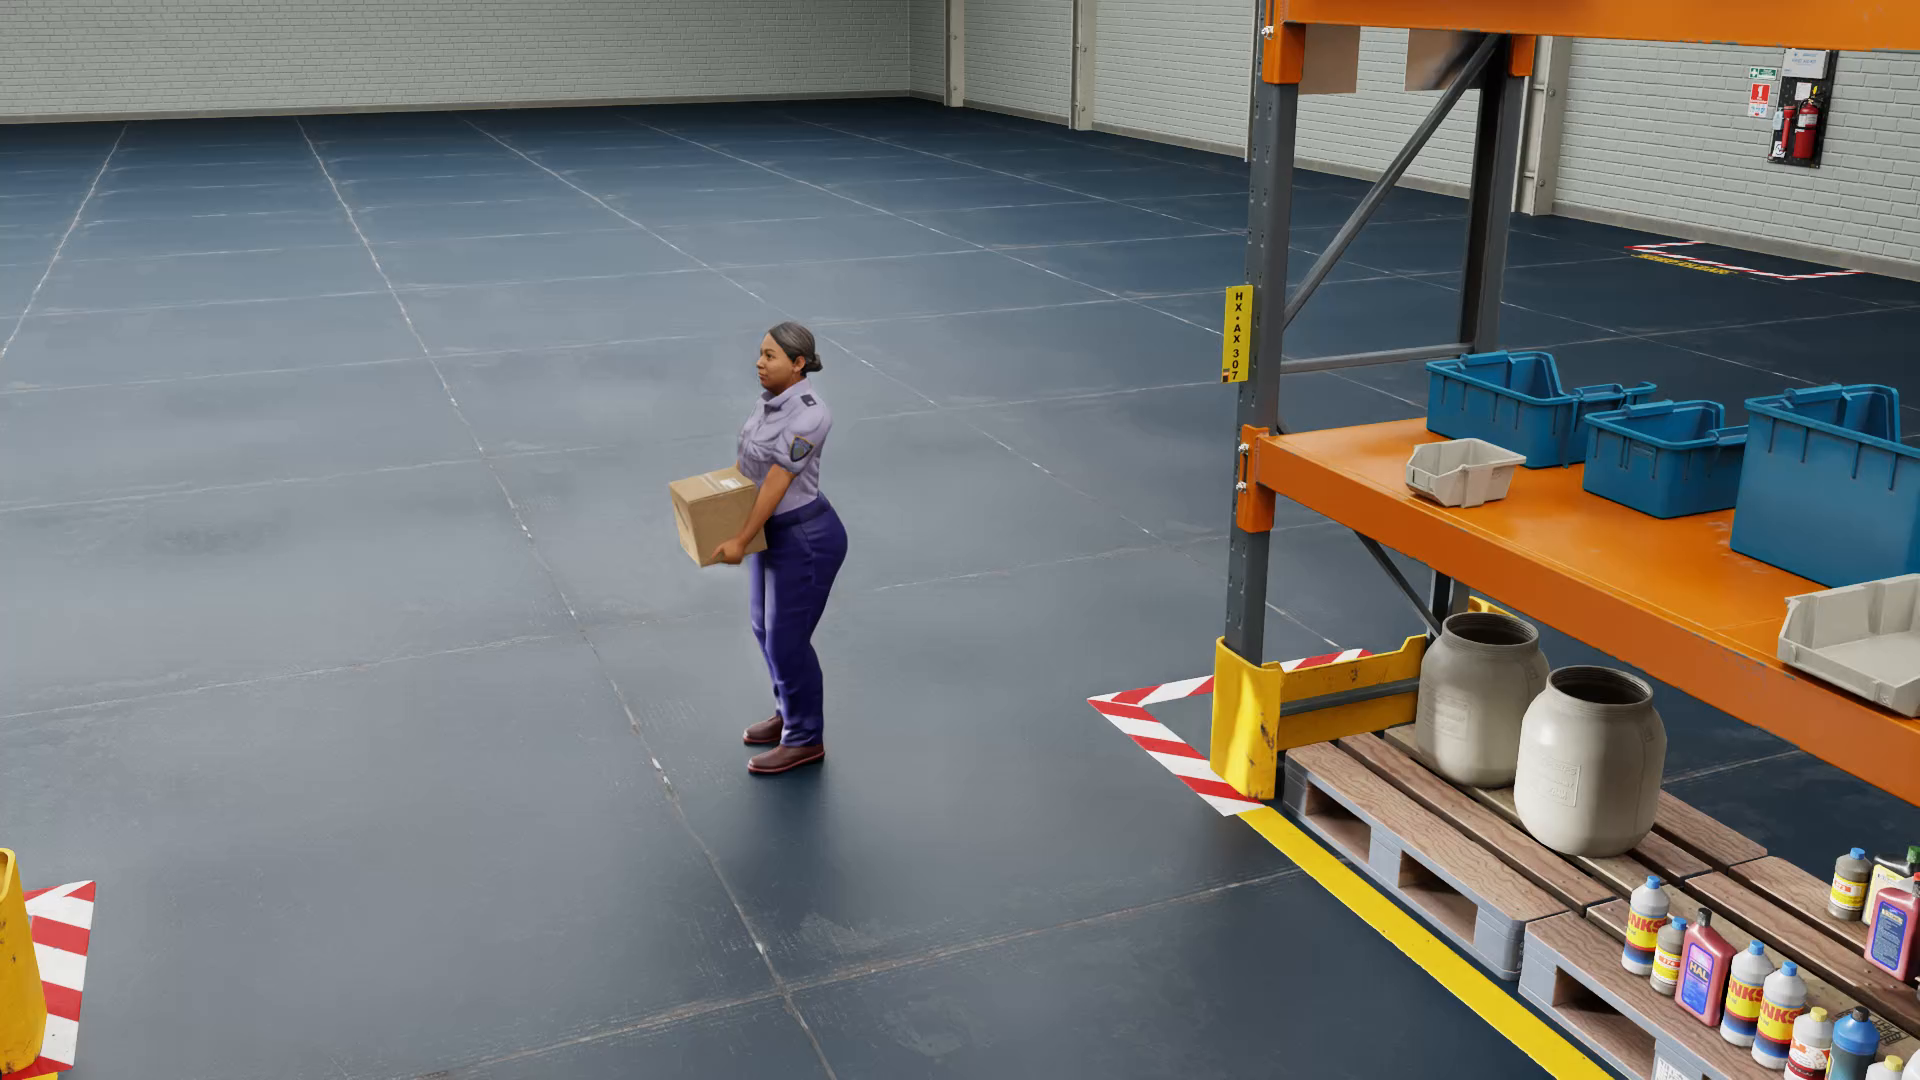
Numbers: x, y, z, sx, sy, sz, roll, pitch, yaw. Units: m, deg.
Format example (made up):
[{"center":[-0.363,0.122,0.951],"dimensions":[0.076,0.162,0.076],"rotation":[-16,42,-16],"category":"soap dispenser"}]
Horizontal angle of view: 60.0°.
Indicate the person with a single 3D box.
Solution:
[{"center":[-0.683,0.031,6.020],"dimensions":[0.525,1.643,0.435],"rotation":[-8,21,-23],"category":"person"}]
